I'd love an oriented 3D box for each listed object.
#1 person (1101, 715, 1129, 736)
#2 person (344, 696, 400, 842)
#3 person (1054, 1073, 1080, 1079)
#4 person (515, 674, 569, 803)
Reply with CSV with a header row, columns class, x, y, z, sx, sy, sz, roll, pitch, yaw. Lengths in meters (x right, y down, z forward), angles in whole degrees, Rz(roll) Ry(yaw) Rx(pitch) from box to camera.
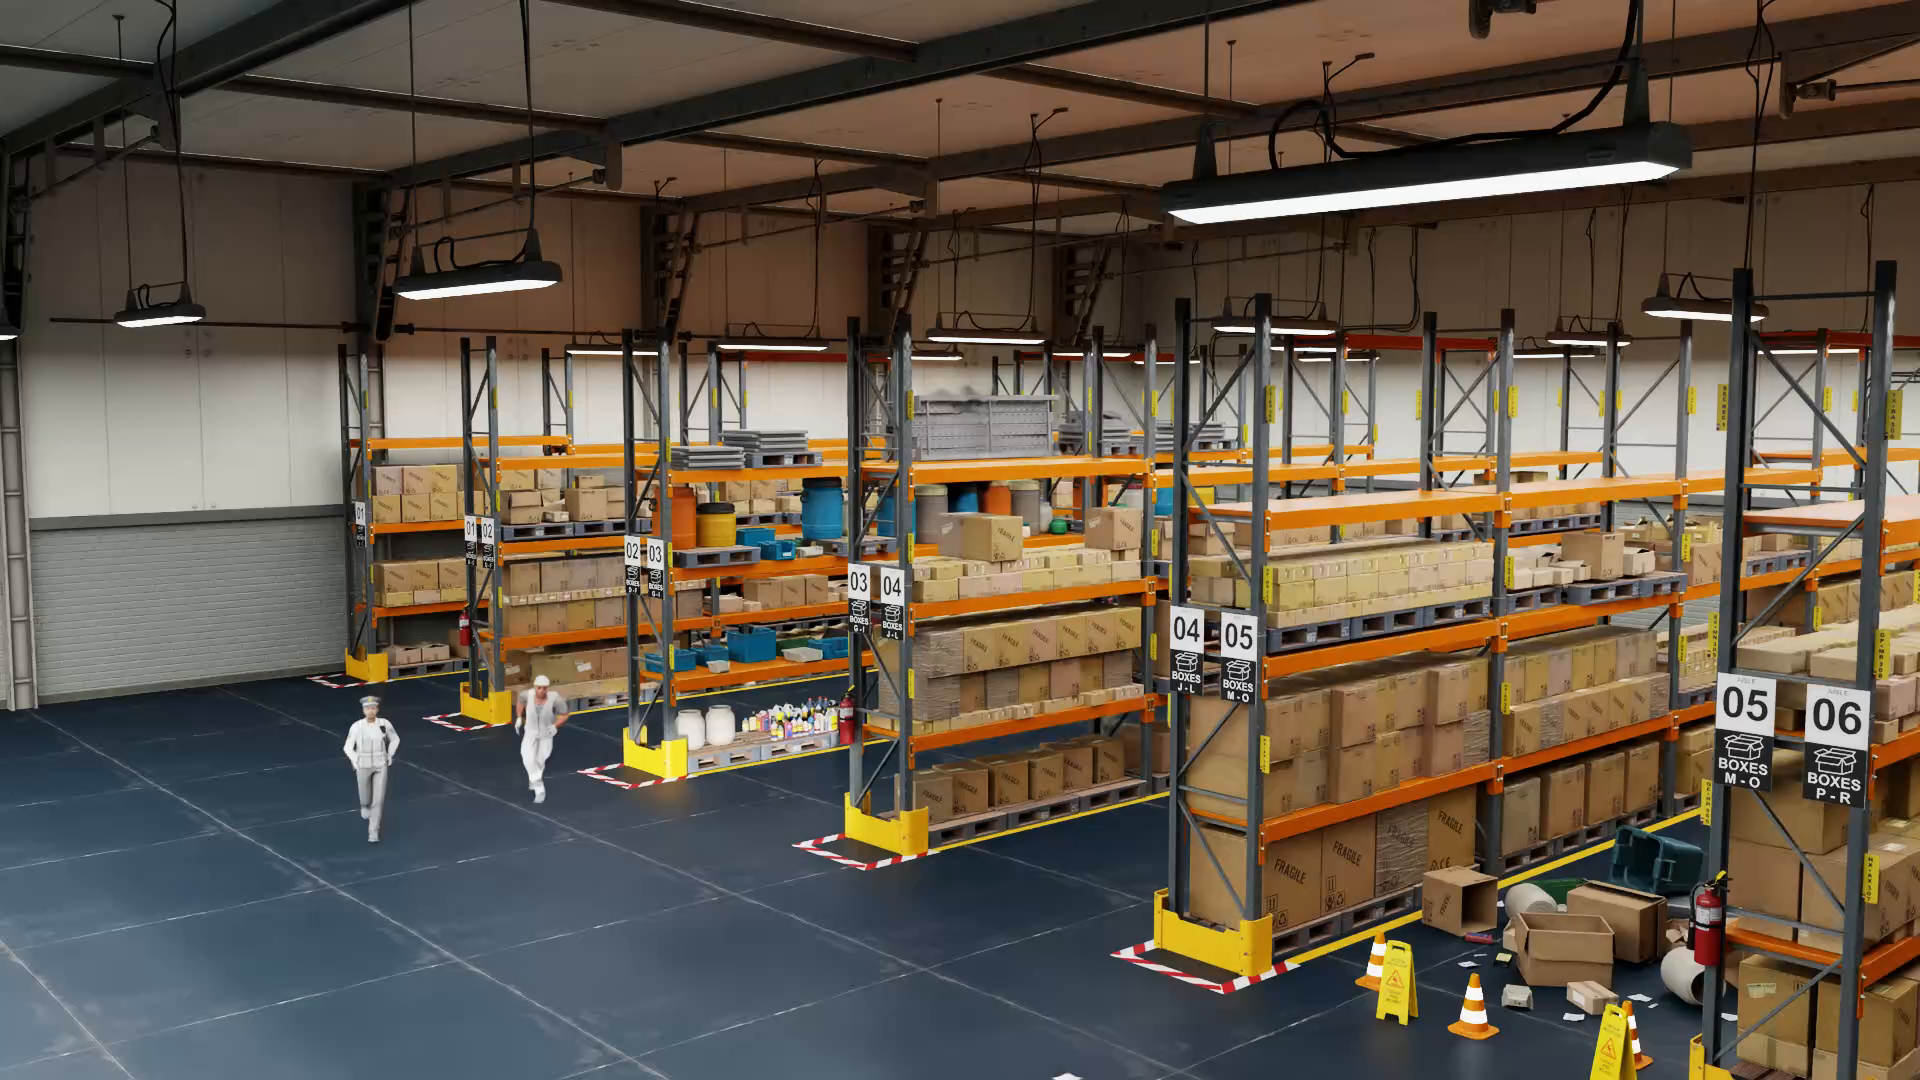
class,x,y,z,sx,sy,sz,roll,pitch,yaw
person,2.168,2.228,23.790,0.625,1.633,0.578,-4,7,-39
person,-6.794,2.617,19.256,0.617,1.656,0.742,-2,6,-22
person,0.520,3.545,8.277,0.659,1.842,0.787,1,5,6
person,-5.297,2.492,21.151,0.670,1.698,1.023,-1,5,-7
